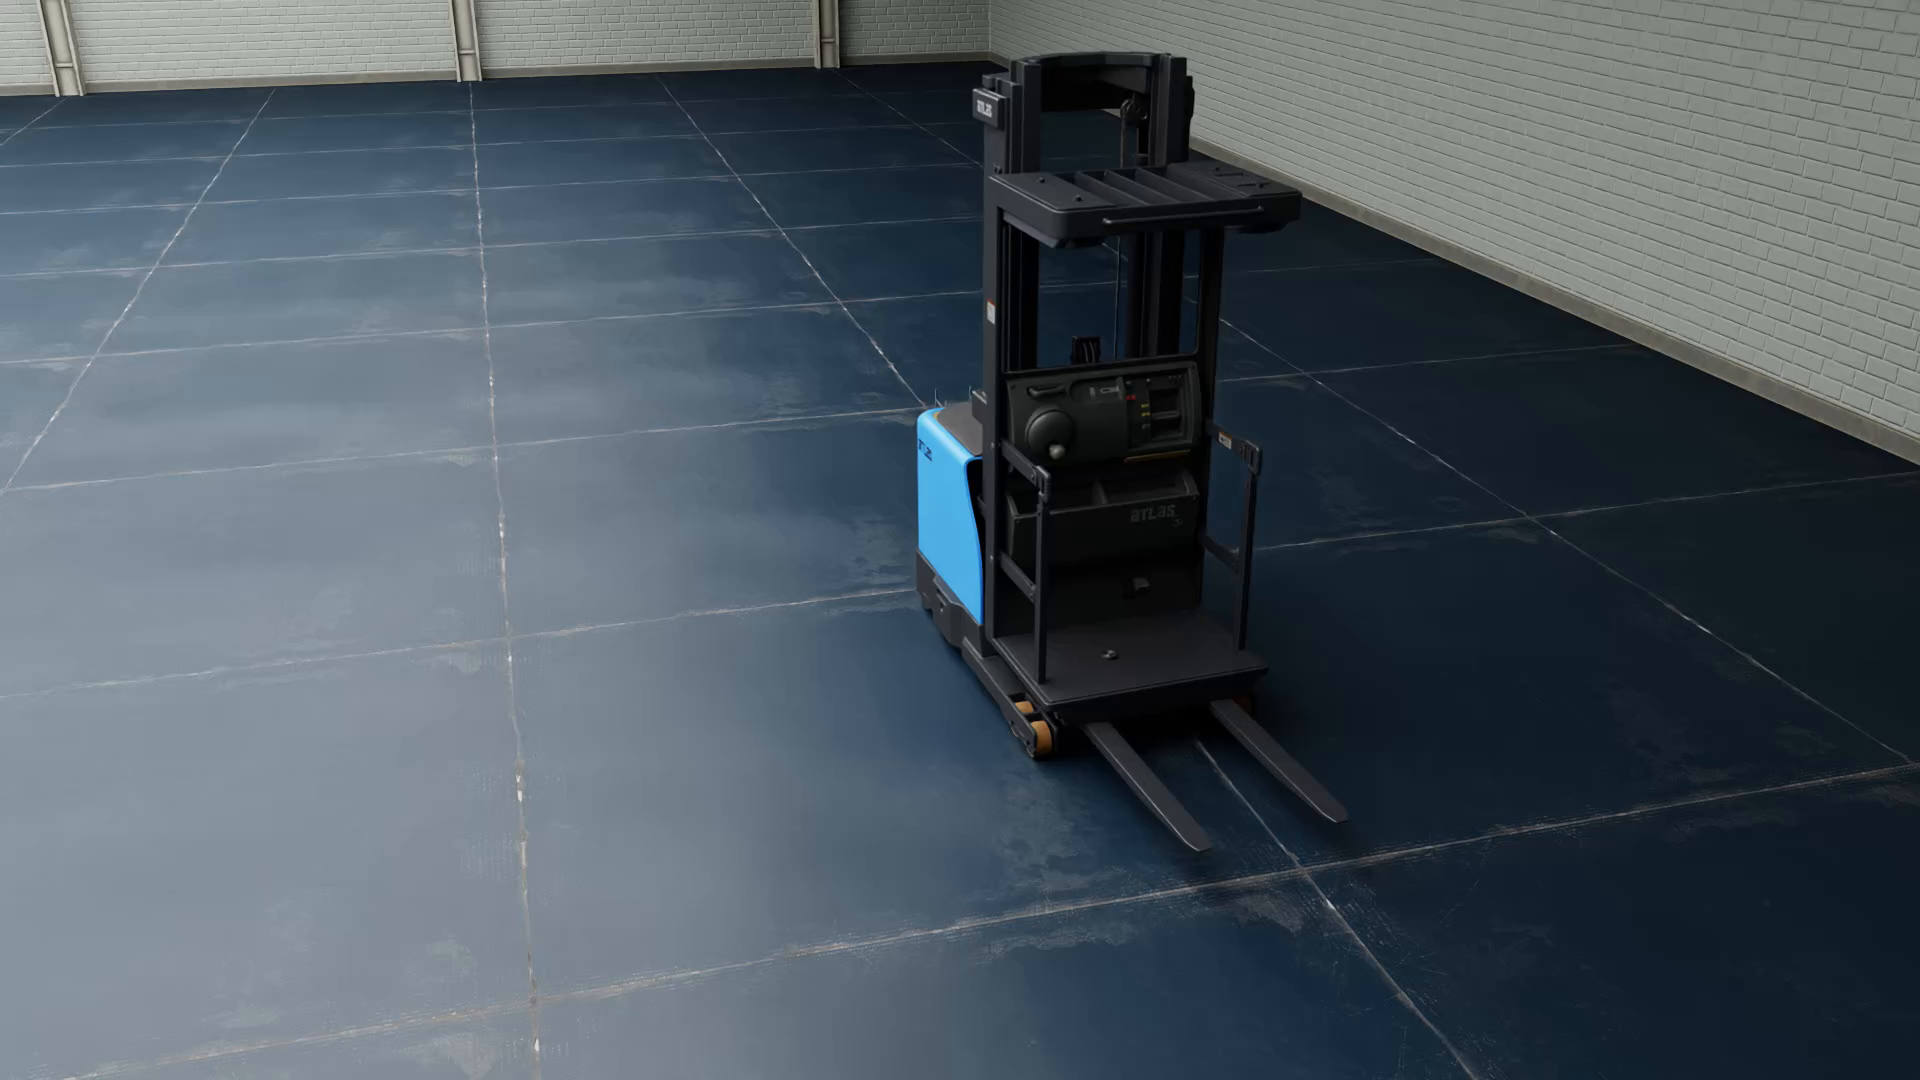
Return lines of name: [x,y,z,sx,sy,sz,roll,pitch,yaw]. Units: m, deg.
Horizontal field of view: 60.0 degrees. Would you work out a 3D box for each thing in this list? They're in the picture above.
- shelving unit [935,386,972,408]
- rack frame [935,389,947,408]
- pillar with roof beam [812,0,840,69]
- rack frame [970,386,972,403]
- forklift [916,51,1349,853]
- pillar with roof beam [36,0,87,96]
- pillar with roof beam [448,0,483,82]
shelving unit: [-0.008,-0.413,9.571,0.210,0.900,0.258,-6,24,-14]
rack frame: [-0.106,-0.402,9.545,0.006,0.900,0.240,-6,24,-14]
pillar with roof beam: [-1.149,-10.732,23.348,0.400,9.000,9.100,-6,24,-14]
rack frame: [0.090,-0.424,9.596,0.006,0.900,0.240,-6,24,-14]
forklift: [0.731,-0.551,7.317,1.130,2.935,3.031,-8,24,-18]
pillar with roof beam: [-12.702,-9.453,20.370,0.400,9.000,9.100,-6,24,-14]
pillar with roof beam: [-6.926,-10.092,21.859,0.400,9.000,9.100,-6,24,-14]
